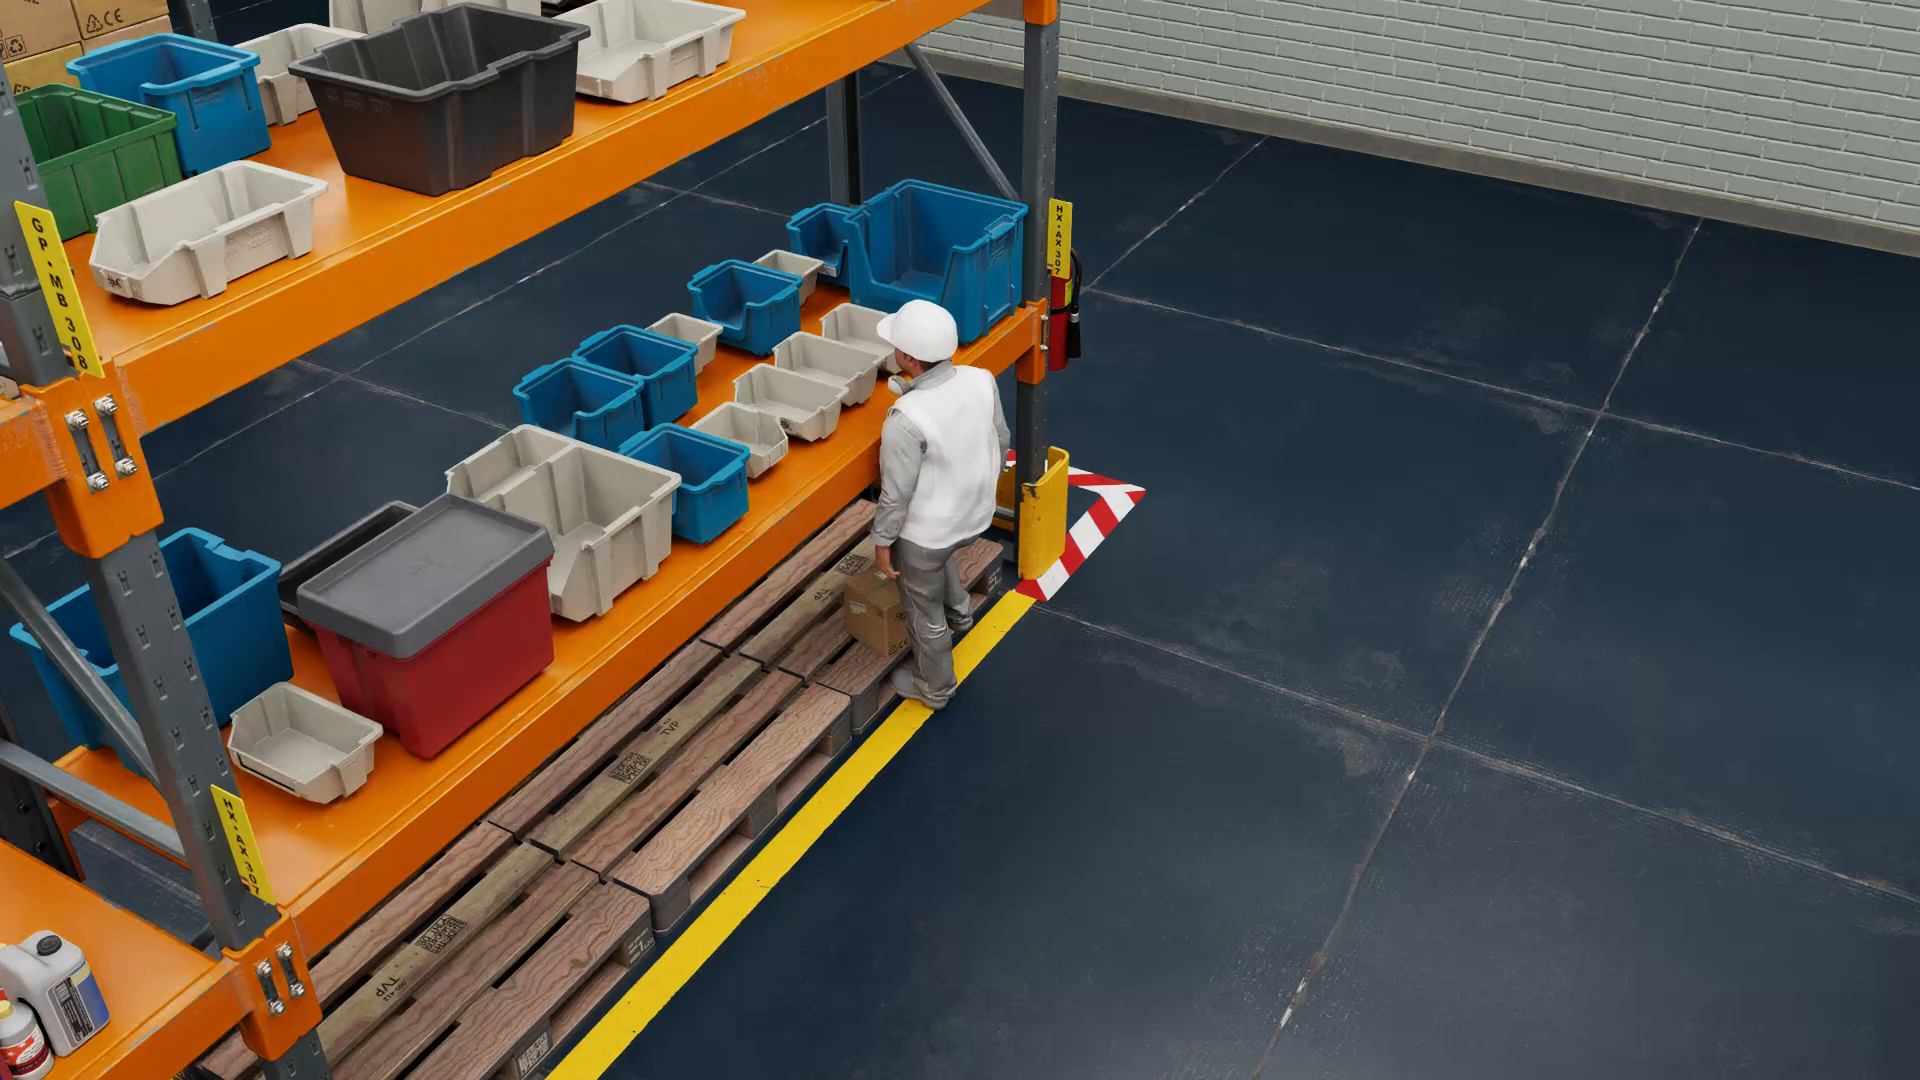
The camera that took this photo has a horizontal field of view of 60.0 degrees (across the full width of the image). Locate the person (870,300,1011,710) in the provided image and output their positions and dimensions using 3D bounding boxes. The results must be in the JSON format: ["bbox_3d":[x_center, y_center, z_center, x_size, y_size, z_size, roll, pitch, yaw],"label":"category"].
[{"bbox_3d":[-0.148,-0.133,6.297,0.635,1.775,0.613,-27,43,-34],"label":"person"}]
